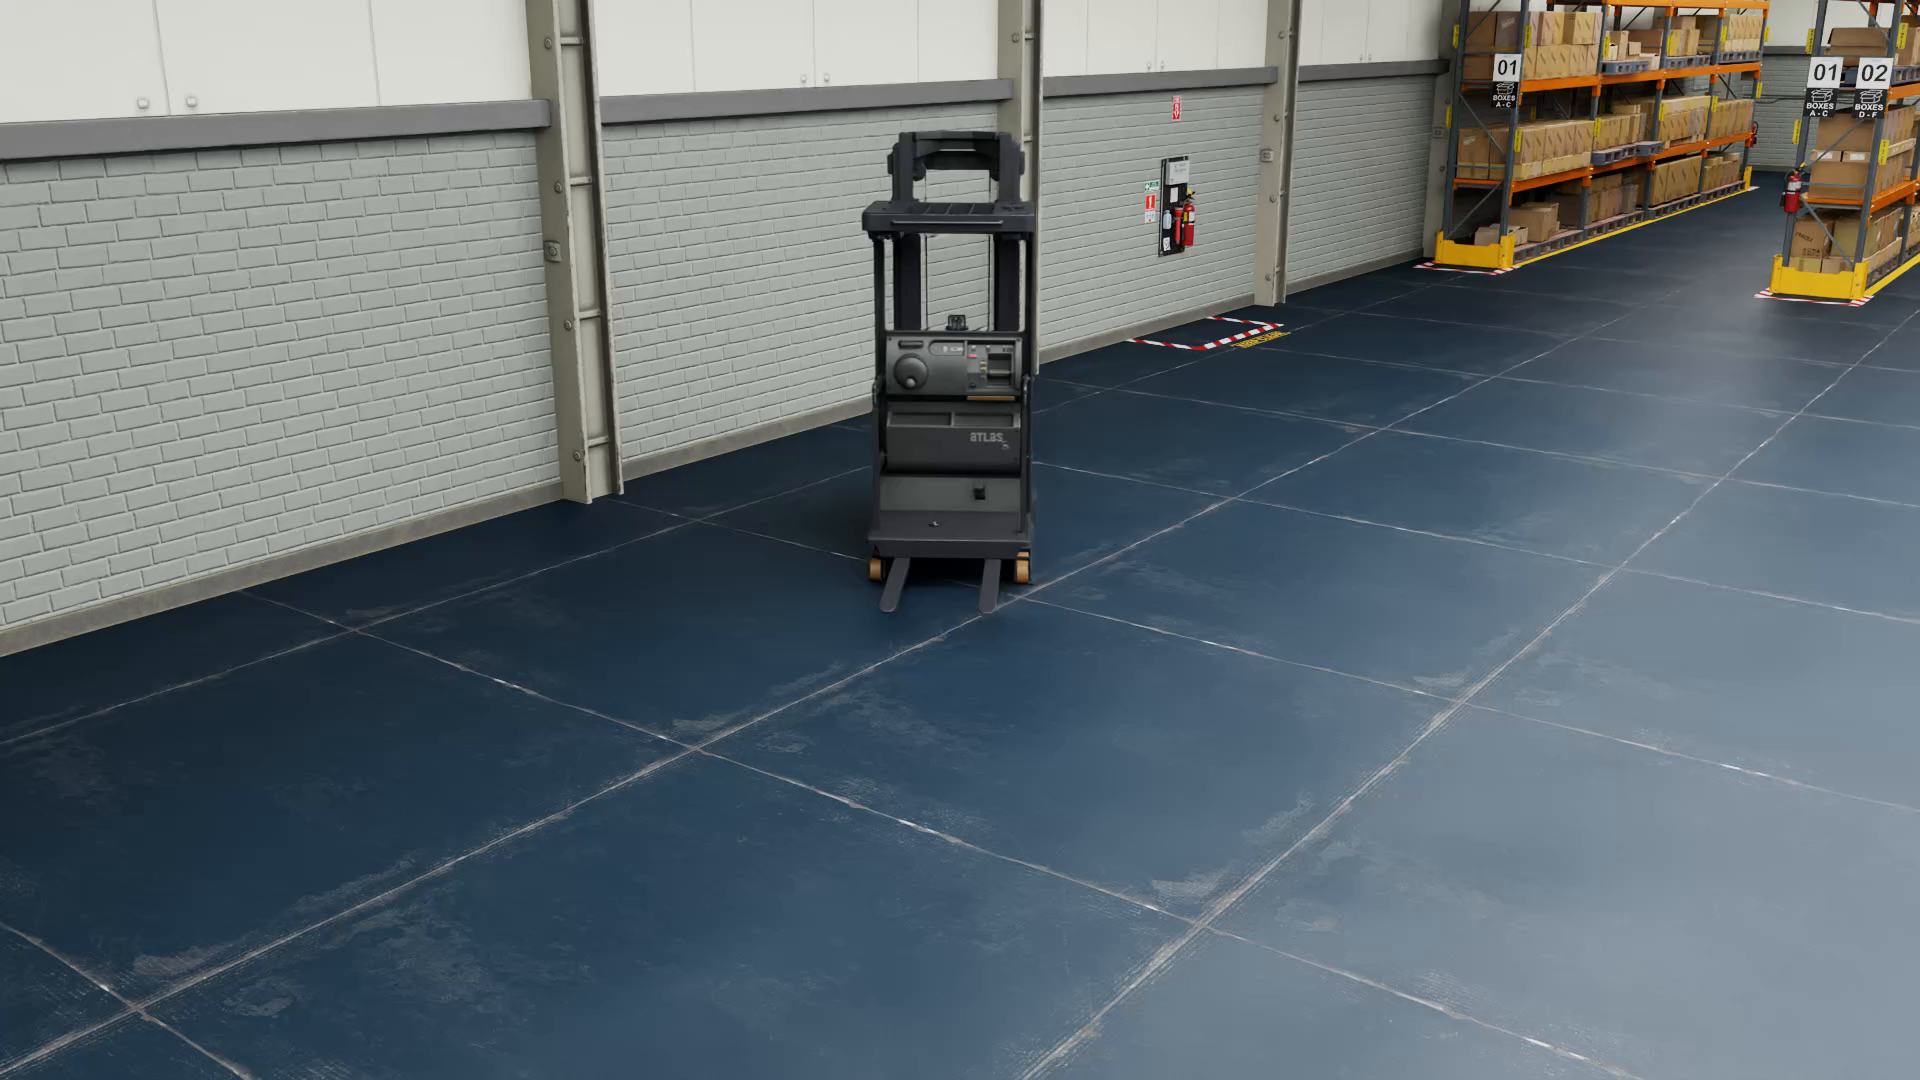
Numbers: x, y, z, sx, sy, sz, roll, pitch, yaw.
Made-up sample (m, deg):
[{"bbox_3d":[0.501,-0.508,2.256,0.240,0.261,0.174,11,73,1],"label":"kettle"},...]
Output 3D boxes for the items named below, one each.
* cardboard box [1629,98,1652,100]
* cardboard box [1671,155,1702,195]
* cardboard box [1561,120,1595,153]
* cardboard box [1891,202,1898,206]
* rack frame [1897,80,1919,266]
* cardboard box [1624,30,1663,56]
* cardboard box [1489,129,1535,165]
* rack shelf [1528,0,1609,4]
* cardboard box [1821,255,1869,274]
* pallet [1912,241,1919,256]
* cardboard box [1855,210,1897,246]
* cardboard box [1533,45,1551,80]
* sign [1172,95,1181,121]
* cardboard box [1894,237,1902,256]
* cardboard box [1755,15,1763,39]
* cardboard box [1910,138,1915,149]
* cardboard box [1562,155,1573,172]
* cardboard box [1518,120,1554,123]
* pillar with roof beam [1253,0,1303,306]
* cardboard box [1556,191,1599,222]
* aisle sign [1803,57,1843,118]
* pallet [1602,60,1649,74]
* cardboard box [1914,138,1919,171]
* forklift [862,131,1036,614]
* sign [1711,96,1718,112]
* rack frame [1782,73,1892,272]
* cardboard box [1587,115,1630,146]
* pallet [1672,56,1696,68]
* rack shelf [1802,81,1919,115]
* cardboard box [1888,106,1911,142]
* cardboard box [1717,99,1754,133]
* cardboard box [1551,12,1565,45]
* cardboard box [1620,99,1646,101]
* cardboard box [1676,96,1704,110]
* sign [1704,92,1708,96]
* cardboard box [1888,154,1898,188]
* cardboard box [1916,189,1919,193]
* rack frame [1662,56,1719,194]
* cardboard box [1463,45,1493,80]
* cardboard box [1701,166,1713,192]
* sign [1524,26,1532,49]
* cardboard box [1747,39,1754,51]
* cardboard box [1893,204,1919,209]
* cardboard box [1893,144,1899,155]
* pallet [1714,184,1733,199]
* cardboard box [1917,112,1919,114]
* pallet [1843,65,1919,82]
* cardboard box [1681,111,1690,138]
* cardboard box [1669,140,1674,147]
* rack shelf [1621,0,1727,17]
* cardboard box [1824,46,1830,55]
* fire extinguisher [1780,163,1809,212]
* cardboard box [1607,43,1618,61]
[{"bbox_3d":[13.494,-8.620,32.975,0.500,0.250,0.500,12,21,33],"label":"cardboard box"},{"bbox_3d":[14.913,-7.613,34.617,0.750,0.750,0.750,13,21,35],"label":"cardboard box"},{"bbox_3d":[10.396,-6.840,28.167,0.500,0.500,0.500,12,21,35],"label":"cardboard box"},{"bbox_3d":[15.633,-5.624,28.280,0.500,0.311,0.500,12,21,33],"label":"cardboard box"},{"bbox_3d":[14.410,-5.837,25.982,1.000,3.000,0.127,12,21,35],"label":"rack frame"},{"bbox_3d":[13.050,-9.478,31.738,0.700,0.500,0.500,11,20,30],"label":"cardboard box"},{"bbox_3d":[8.572,-6.115,25.833,0.500,0.500,0.500,12,21,35],"label":"cardboard box"},{"bbox_3d":[9.238,-8.755,26.481,1.077,0.370,4.000,12,21,35],"label":"rack shelf"},{"bbox_3d":[12.525,-3.860,23.544,0.500,0.250,0.500,12,21,35],"label":"cardboard box"},{"bbox_3d":[15.544,-4.979,27.922,1.003,0.211,1.213,12,21,35],"label":"pallet"},{"bbox_3d":[13.707,-4.697,24.973,0.500,0.500,0.500,12,21,35],"label":"cardboard box"},{"bbox_3d":[8.795,-7.405,25.773,0.500,0.500,0.500,14,22,38],"label":"cardboard box"},{"bbox_3d":[2.605,-5.190,19.990,0.001,0.298,0.199,12,21,35],"label":"sign"},{"bbox_3d":[14.309,-4.575,25.847,0.500,0.250,0.500,12,21,35],"label":"cardboard box"},{"bbox_3d":[17.362,-11.314,36.674,0.500,0.500,0.500,12,21,35],"label":"cardboard box"},{"bbox_3d":[14.420,-6.092,25.540,0.380,0.149,0.250,12,21,35],"label":"cardboard box"},{"bbox_3d":[9.800,-6.243,27.509,0.500,0.250,0.500,12,21,34],"label":"cardboard box"},{"bbox_3d":[9.670,-6.810,28.069,0.500,0.500,0.500,12,21,34],"label":"cardboard box"},{"bbox_3d":[7.651,-6.753,18.818,9.100,9.000,0.400,12,21,35],"label":"pillar with roof beam"},{"bbox_3d":[11.122,-6.038,30.102,0.700,0.500,0.500,12,21,34],"label":"cardboard box"},{"bbox_3d":[11.751,-6.162,22.645,0.394,0.787,0.004,12,21,35],"label":"aisle sign"},{"bbox_3d":[11.498,-8.430,29.591,1.213,0.211,1.003,12,21,35],"label":"pallet"},{"bbox_3d":[15.806,-6.435,27.739,0.500,0.500,0.500,11,20,32],"label":"cardboard box"},{"bbox_3d":[-0.053,-1.197,11.158,1.130,2.935,3.031,1,17,3],"label":"forklift"},{"bbox_3d":[15.637,-9.038,34.472,0.100,0.325,0.005,12,21,35],"label":"sign"},{"bbox_3d":[12.026,-4.884,22.914,1.000,3.000,0.127,12,21,35],"label":"rack frame"},{"bbox_3d":[11.816,-7.507,30.451,0.700,0.500,0.500,12,21,35],"label":"cardboard box"},{"bbox_3d":[13.818,-9.436,32.832,1.003,0.211,1.213,14,22,37],"label":"pallet"},{"bbox_3d":[13.218,-6.449,24.110,1.077,0.370,4.000,12,21,35],"label":"rack shelf"},{"bbox_3d":[13.850,-6.277,25.042,0.700,0.500,0.500,12,21,35],"label":"cardboard box"},{"bbox_3d":[17.283,-9.589,37.560,0.980,0.700,0.700,14,22,37],"label":"cardboard box"},{"bbox_3d":[9.106,-8.009,26.031,0.500,0.500,0.500,13,22,36],"label":"cardboard box"},{"bbox_3d":[13.186,-8.498,32.583,0.500,0.250,0.500,12,21,33],"label":"cardboard box"},{"bbox_3d":[14.811,-8.898,33.870,0.500,0.250,0.500,13,21,36],"label":"cardboard box"},{"bbox_3d":[17.137,-10.120,38.182,0.100,0.325,0.005,12,21,35],"label":"sign"},{"bbox_3d":[13.539,-5.532,24.832,0.700,0.500,0.500,13,21,35],"label":"cardboard box"},{"bbox_3d":[17.192,-6.442,30.140,0.500,0.250,0.500,13,22,37],"label":"cardboard box"},{"bbox_3d":[15.196,-8.617,34.933,1.000,3.000,0.127,12,21,35],"label":"rack frame"},{"bbox_3d":[8.091,-7.393,25.731,0.500,0.500,0.500,14,22,39],"label":"cardboard box"},{"bbox_3d":[15.724,-7.784,35.757,0.700,0.500,0.500,13,21,35],"label":"cardboard box"},{"bbox_3d":[8.482,-7.513,24.847,0.100,0.325,0.005,12,21,35],"label":"sign"},{"bbox_3d":[17.047,-10.833,36.389,0.500,0.250,0.500,11,21,33],"label":"cardboard box"},{"bbox_3d":[15.771,-5.413,27.599,0.500,0.311,0.500,13,22,36],"label":"cardboard box"},{"bbox_3d":[13.506,-5.726,24.362,0.380,0.149,0.250,13,22,36],"label":"cardboard box"},{"bbox_3d":[16.438,-7.744,36.825,1.003,0.211,1.213,12,21,35],"label":"pallet"},{"bbox_3d":[18.715,-7.917,31.804,0.700,0.500,0.500,5,18,16],"label":"cardboard box"},{"bbox_3d":[13.195,-6.730,23.949,1.003,0.211,1.213,12,21,35],"label":"pallet"},{"bbox_3d":[14.228,-8.300,33.211,0.500,0.500,0.500,13,22,36],"label":"cardboard box"},{"bbox_3d":[13.939,-7.902,33.023,0.380,0.149,0.250,13,21,36],"label":"cardboard box"},{"bbox_3d":[14.004,-10.471,32.676,1.077,0.370,4.000,12,21,35],"label":"rack shelf"},{"bbox_3d":[12.501,-6.833,23.441,0.500,0.250,0.500,12,21,35],"label":"cardboard box"},{"bbox_3d":[11.583,-4.901,23.099,0.296,0.674,0.183,12,21,35],"label":"fire extinguisher"},{"bbox_3d":[11.186,-8.565,29.150,0.500,0.311,0.500,13,22,36],"label":"cardboard box"}]
